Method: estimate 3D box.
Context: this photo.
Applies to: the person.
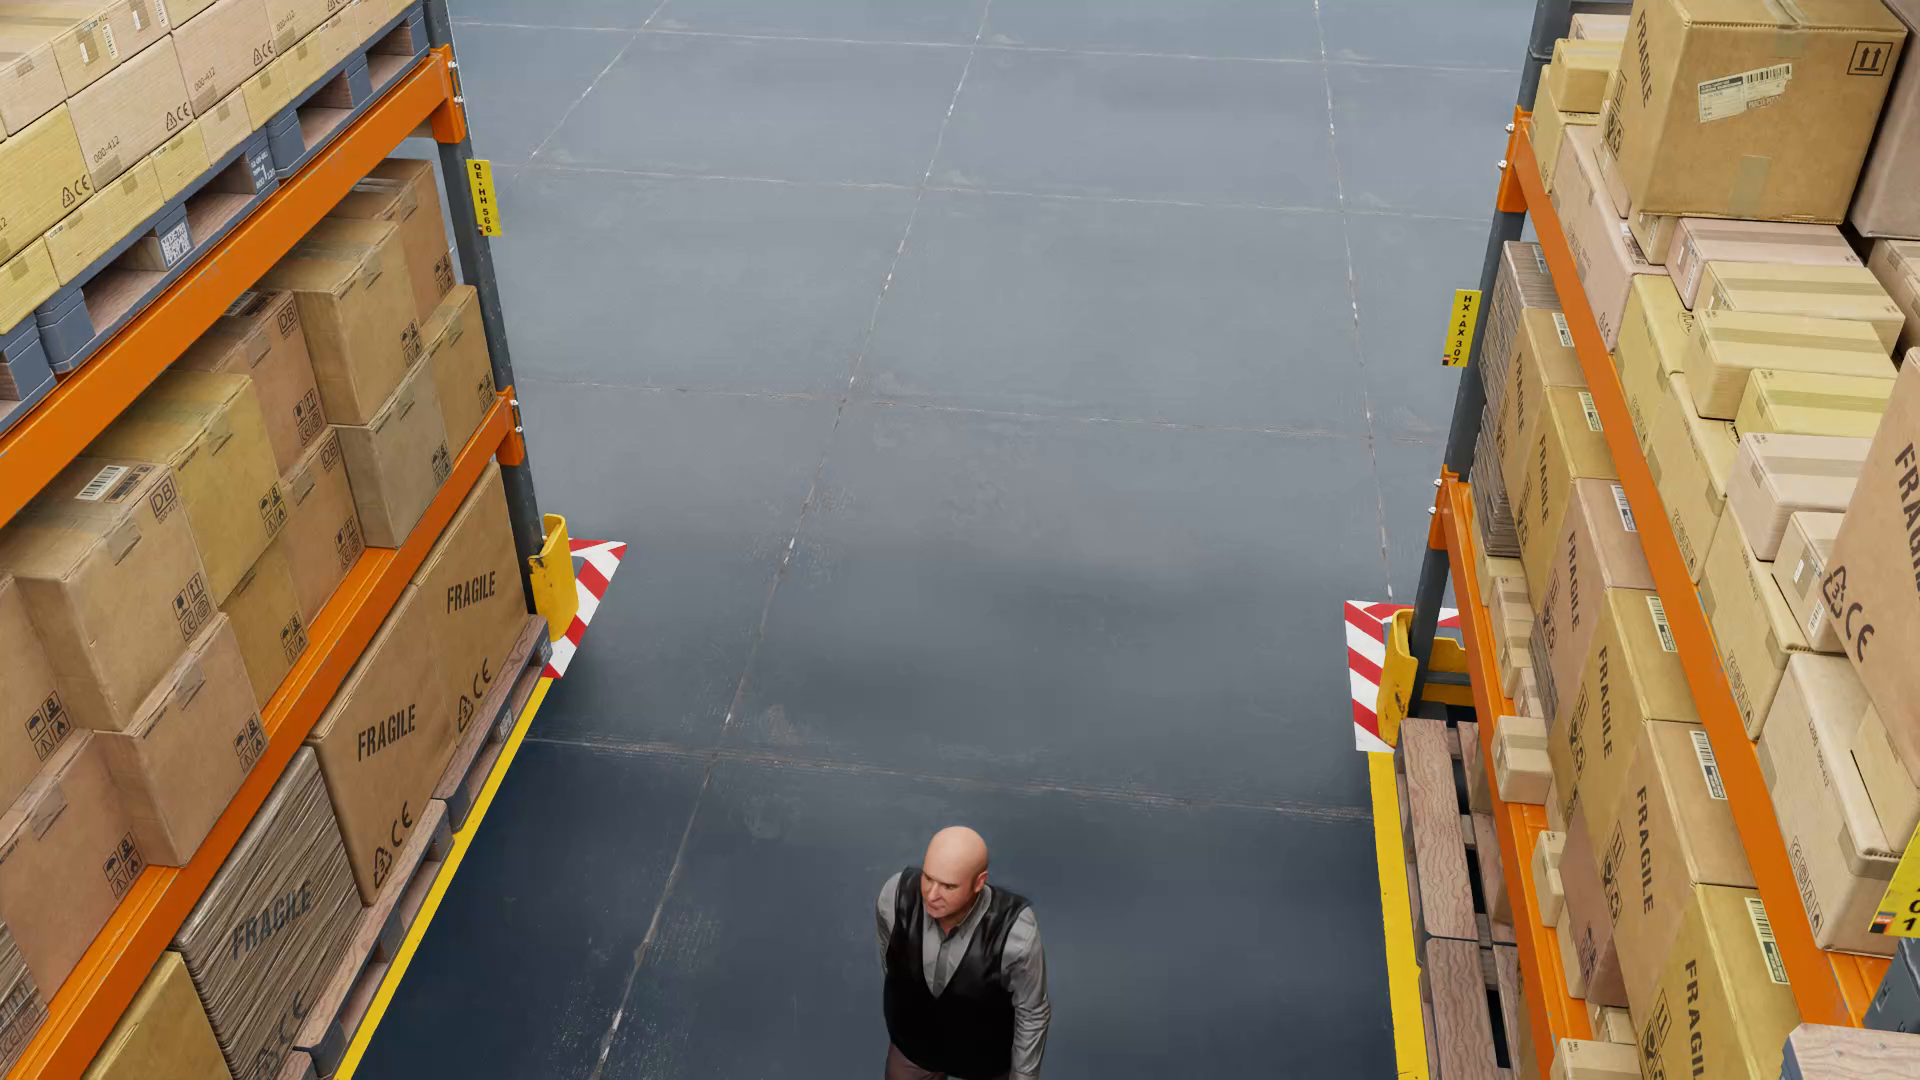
[{"bbox_3d":[-0.010,1.506,4.967,0.567,1.666,1.058,9,37,12],"label":"person"}]
